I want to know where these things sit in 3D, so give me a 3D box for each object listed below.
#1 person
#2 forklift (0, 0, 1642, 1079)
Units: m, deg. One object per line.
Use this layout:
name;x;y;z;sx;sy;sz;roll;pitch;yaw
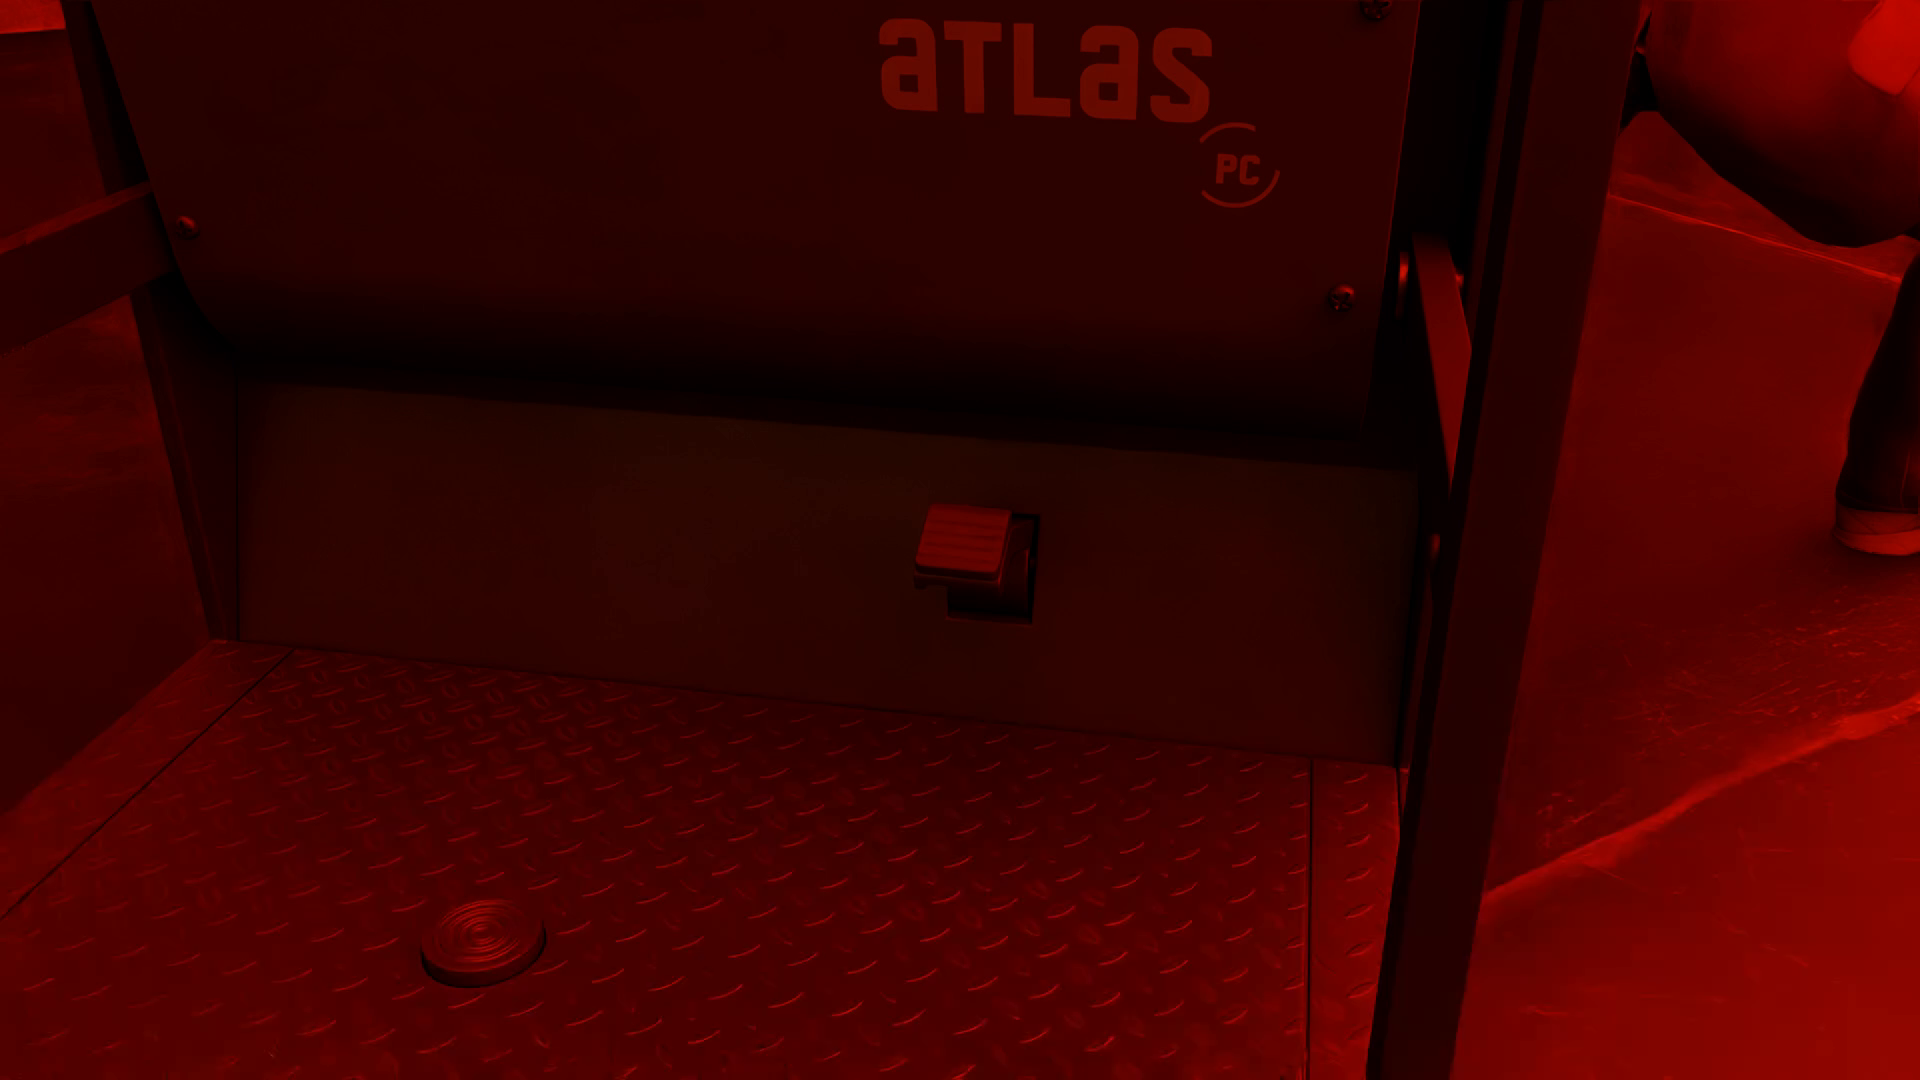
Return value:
person;0.987;-0.697;2.240;1.232;1.508;0.787;24;35;39
forklift;-0.197;-0.759;0.756;1.130;2.935;3.031;5;27;10
